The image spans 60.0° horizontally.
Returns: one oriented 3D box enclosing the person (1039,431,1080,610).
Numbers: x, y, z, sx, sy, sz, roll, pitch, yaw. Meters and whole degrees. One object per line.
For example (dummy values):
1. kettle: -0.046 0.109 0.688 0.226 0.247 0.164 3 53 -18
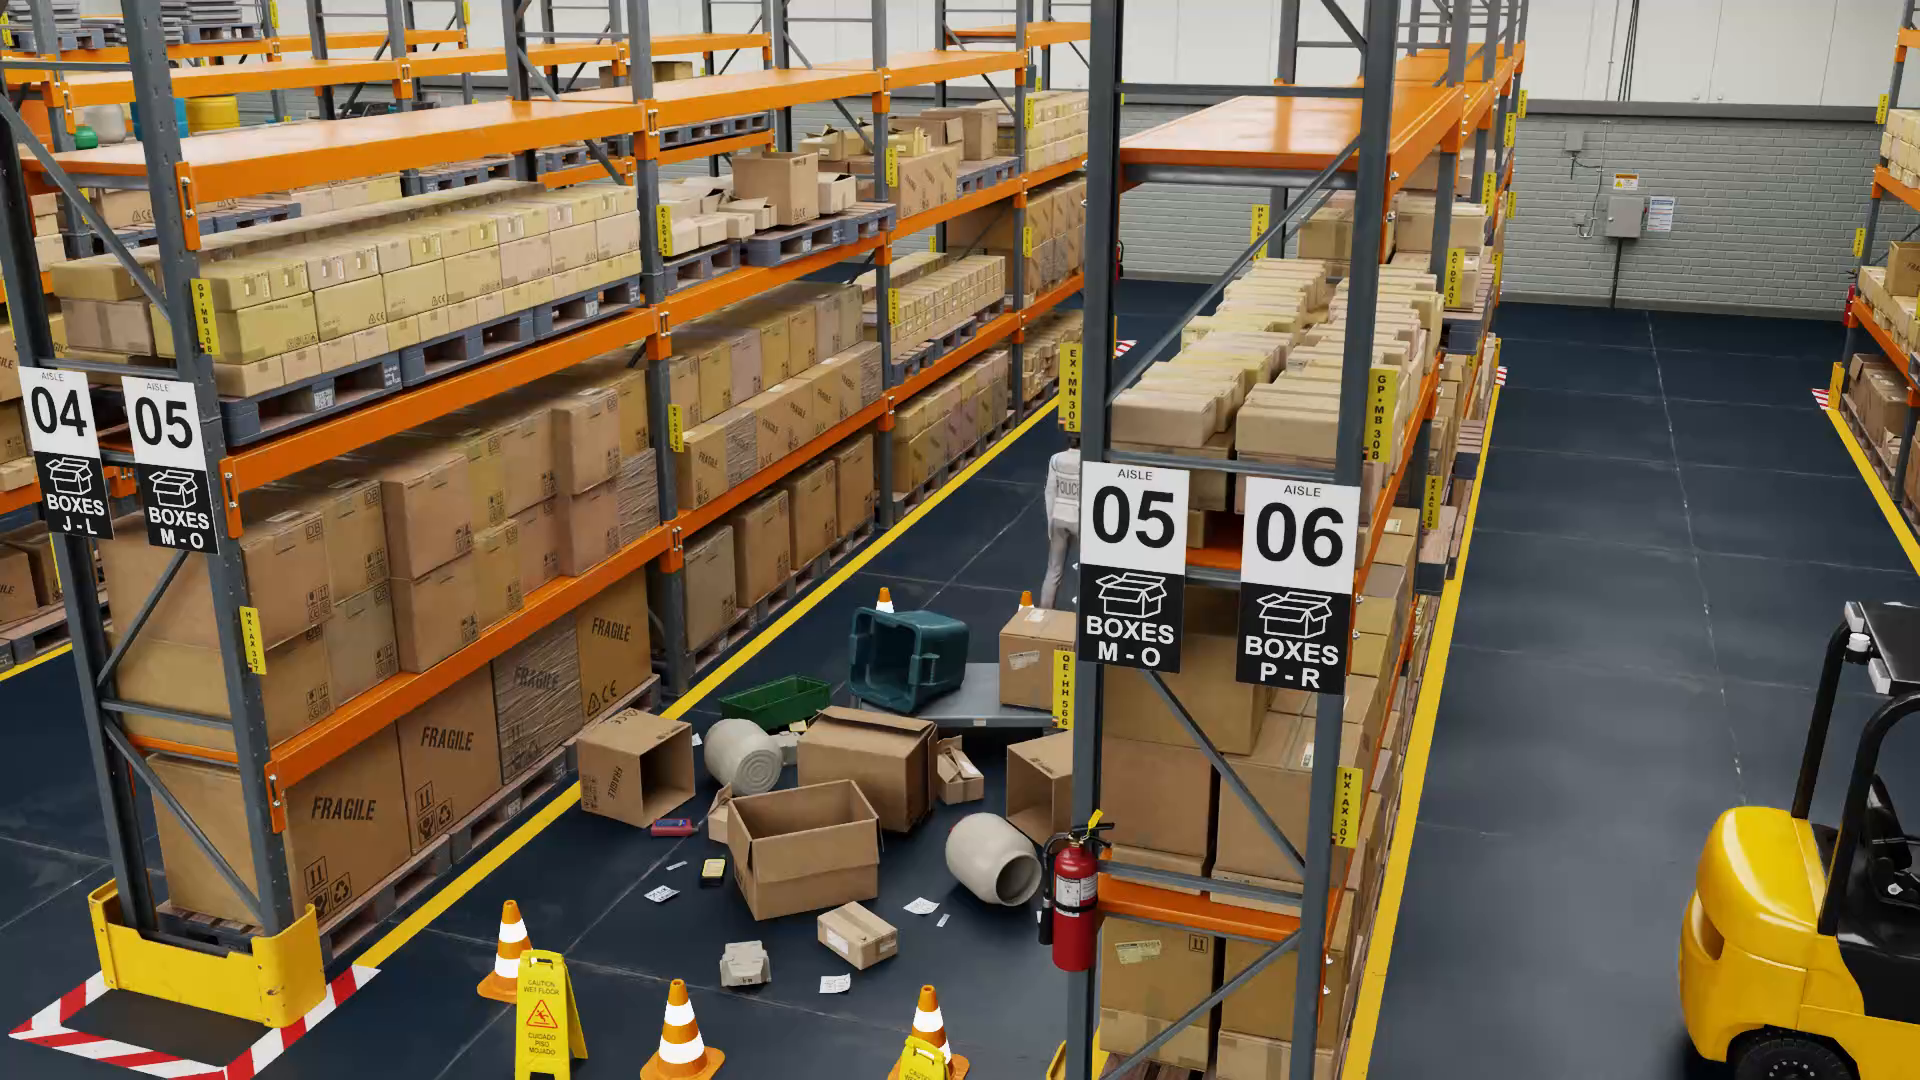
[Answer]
1. person: 0.905 -0.139 12.973 0.546 1.626 0.874 13 22 33
